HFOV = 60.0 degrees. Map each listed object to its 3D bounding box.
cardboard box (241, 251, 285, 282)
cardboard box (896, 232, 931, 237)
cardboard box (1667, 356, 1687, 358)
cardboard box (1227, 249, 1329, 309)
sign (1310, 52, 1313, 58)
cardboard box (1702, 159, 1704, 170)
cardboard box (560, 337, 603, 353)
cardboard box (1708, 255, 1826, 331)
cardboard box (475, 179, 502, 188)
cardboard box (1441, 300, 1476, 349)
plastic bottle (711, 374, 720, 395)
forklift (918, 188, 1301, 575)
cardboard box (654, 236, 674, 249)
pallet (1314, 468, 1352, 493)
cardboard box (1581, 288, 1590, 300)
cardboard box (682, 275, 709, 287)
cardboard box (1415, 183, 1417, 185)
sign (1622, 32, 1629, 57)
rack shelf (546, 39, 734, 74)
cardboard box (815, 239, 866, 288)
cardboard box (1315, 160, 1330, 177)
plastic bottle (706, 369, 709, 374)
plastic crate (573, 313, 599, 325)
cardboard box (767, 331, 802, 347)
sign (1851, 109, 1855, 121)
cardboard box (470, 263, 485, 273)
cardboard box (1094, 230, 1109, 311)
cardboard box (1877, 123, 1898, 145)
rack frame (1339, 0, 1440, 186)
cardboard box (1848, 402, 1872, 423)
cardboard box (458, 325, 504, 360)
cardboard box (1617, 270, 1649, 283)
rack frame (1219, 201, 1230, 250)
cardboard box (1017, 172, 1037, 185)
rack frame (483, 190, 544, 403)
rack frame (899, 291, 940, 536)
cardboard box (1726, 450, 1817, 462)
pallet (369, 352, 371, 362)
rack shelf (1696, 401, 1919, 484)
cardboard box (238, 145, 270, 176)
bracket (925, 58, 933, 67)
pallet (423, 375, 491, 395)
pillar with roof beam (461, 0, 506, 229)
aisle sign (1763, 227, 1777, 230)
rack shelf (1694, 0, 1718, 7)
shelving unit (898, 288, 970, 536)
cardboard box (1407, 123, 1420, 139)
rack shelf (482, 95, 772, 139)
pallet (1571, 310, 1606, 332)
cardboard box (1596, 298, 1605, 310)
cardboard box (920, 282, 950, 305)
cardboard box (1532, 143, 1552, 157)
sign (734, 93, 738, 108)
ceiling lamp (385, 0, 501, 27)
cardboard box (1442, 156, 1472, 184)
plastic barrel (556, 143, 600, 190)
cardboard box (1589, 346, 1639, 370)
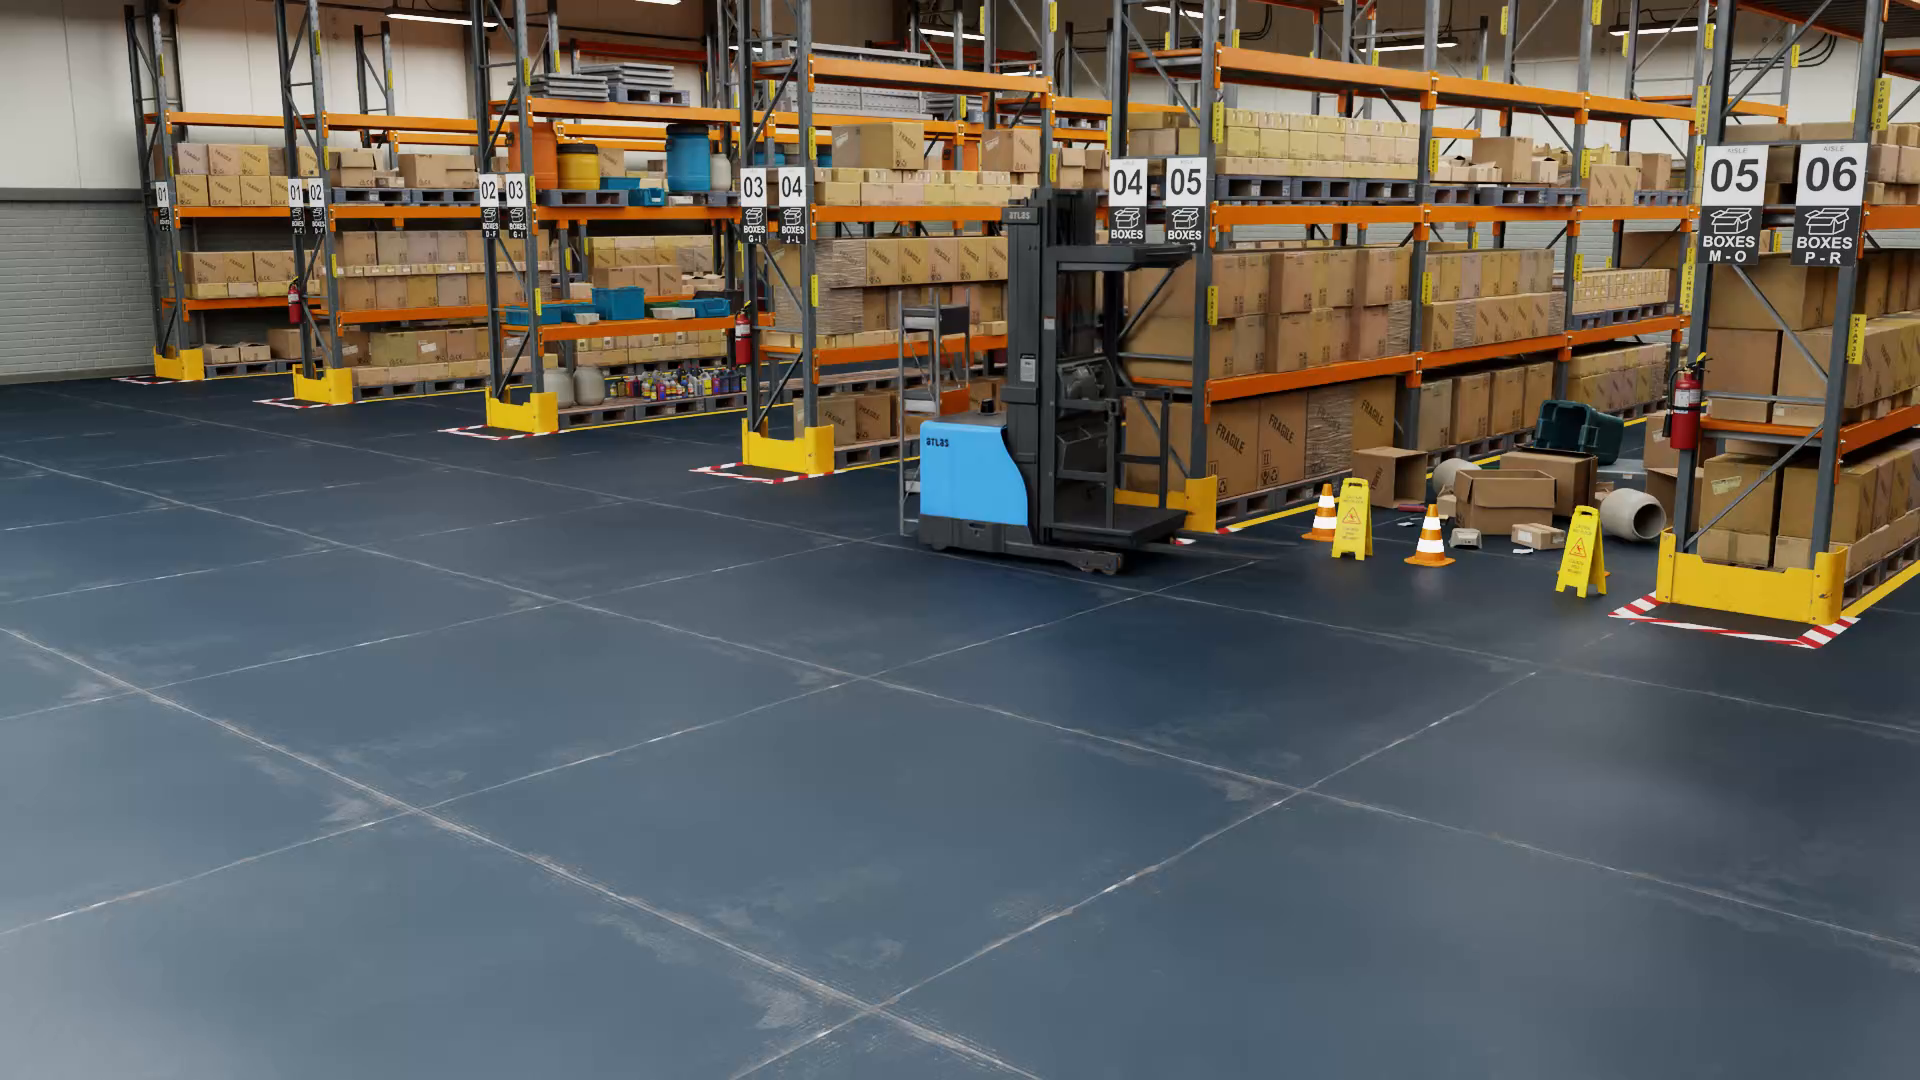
[{"bbox_3d":[-11.873,-4.658,28.292,0.500,0.500,0.500,9,14,39],"label":"cardboard box"},{"bbox_3d":[-0.926,-5.874,33.154,0.500,0.500,0.500,10,15,42],"label":"cardboard box"},{"bbox_3d":[10.543,-2.606,24.286,0.380,0.149,0.250,9,15,39],"label":"cardboard box"},{"bbox_3d":[3.019,-2.504,15.949,0.875,0.550,0.500,10,15,40],"label":"cardboard box"},{"bbox_3d":[5.589,-7.573,26.365,0.100,0.325,0.005,10,15,40],"label":"sign"},{"bbox_3d":[10.228,-5.250,23.266,0.380,0.149,0.250,9,14,38],"label":"cardboard box"},{"bbox_3d":[-6.270,-3.286,27.521,0.500,0.311,0.500,10,15,41],"label":"cardboard box"},{"bbox_3d":[5.686,-1.762,11.808,0.700,0.500,0.500,9,15,39],"label":"cardboard box"},{"bbox_3d":[-7.321,-5.534,25.815,0.380,0.149,0.250,10,15,40],"label":"cardboard box"},{"bbox_3d":[5.250,-2.353,18.080,0.500,0.500,0.500,10,15,41],"label":"cardboard box"},{"bbox_3d":[-3.423,-2.178,23.269,0.133,0.283,0.061,-11,16,-44],"label":"plastic bottle"},{"bbox_3d":[1.185,-1.286,13.167,3.031,2.935,1.130,7,13,30],"label":"forklift"},{"bbox_3d":[-6.306,-6.188,34.555,0.500,0.250,0.500,9,15,39],"label":"cardboard box"},{"bbox_3d":[3.808,-0.718,17.267,1.003,0.211,1.213,10,15,40],"label":"pallet"},{"bbox_3d":[7.656,-3.090,20.832,0.380,0.149,0.250,11,16,43],"label":"cardboard box"},{"bbox_3d":[-4.825,-4.563,29.626,0.500,0.311,0.500,10,15,40],"label":"cardboard box"},{"bbox_3d":[7.272,-6.055,27.629,0.700,0.500,0.500,11,15,43],"label":"cardboard box"},{"bbox_3d":[9.254,-6.876,23.075,0.100,0.325,0.005,10,15,40],"label":"sign"},{"bbox_3d":[-6.493,-9.866,33.985,1.077,0.370,4.000,10,15,40],"label":"rack shelf"},{"bbox_3d":[-1.363,-2.986,17.934,0.500,0.500,0.500,10,15,40],"label":"cardboard box"},{"bbox_3d":[3.196,-3.434,15.400,0.380,0.149,0.250,10,15,41],"label":"cardboard box"},{"bbox_3d":[-3.663,-2.312,23.943,0.061,0.283,0.133,10,15,40],"label":"plastic bottle"},{"bbox_3d":[-4.819,-2.856,21.525,0.298,0.136,0.250,10,15,40],"label":"plastic crate"},{"bbox_3d":[-1.898,-2.200,18.211,0.380,0.149,0.250,10,15,40],"label":"cardboard box"},{"bbox_3d":[7.734,-3.551,14.348,0.100,0.325,0.005,10,15,40],"label":"sign"},{"bbox_3d":[-7.588,-4.238,25.858,0.380,0.149,0.250,10,15,42],"label":"cardboard box"},{"bbox_3d":[1.339,-3.442,21.184,1.000,1.000,1.000,10,15,41],"label":"cardboard box"},{"bbox_3d":[6.266,-2.806,11.550,0.380,0.149,0.250,10,15,40],"label":"cardboard box"},{"bbox_3d":[4.368,-5.129,16.916,1.000,3.000,0.127,10,15,40],"label":"rack frame"},{"bbox_3d":[6.285,-0.941,11.906,0.380,0.149,0.250,9,15,39],"label":"cardboard box"},{"bbox_3d":[-7.538,-3.107,26.144,0.500,0.500,0.500,10,15,40],"label":"cardboard box"},{"bbox_3d":[9.009,-3.538,22.319,0.380,0.149,0.250,10,15,40],"label":"cardboard box"},{"bbox_3d":[3.350,-3.432,23.735,1.000,3.000,0.127,10,15,40],"label":"rack frame"},{"bbox_3d":[0.712,-4.351,20.044,0.380,0.149,0.250,10,15,42],"label":"cardboard box"},{"bbox_3d":[-5.652,-2.895,21.049,1.000,3.000,0.127,10,15,40],"label":"rack frame"},{"bbox_3d":[-0.343,-1.050,14.108,0.400,2.100,0.015,7,13,30],"label":"rack frame"},{"bbox_3d":[6.188,-0.428,12.728,0.500,0.500,0.500,11,15,42],"label":"cardboard box"},{"bbox_3d":[-10.870,-3.294,30.164,1.003,0.211,1.213,10,15,40],"label":"pallet"},{"bbox_3d":[6.833,-0.915,12.971,1.077,0.370,4.000,10,15,40],"label":"rack shelf"},{"bbox_3d":[-11.958,-6.366,27.906,0.500,0.500,0.500,10,15,42],"label":"cardboard box"},{"bbox_3d":[-0.859,-11.761,40.932,0.235,0.232,0.430,10,15,40],"label":"bracket"},{"bbox_3d":[-8.091,-2.465,26.016,1.003,0.211,1.213,10,15,40],"label":"pallet"},{"bbox_3d":[-6.087,-7.659,29.583,9.100,9.000,0.548,10,15,40],"label":"pillar with roof beam"},{"bbox_3d":[12.563,-5.200,25.948,0.394,0.787,0.004,10,15,40],"label":"aisle sign"},{"bbox_3d":[10.969,-7.877,24.027,1.077,0.370,4.000,10,15,40],"label":"rack shelf"},{"bbox_3d":[-0.217,-1.091,14.313,0.431,2.100,0.503,7,13,30],"label":"shelving unit"},{"bbox_3d":[4.366,-4.086,16.630,0.380,0.149,0.250,10,15,40],"label":"cardboard box"},{"bbox_3d":[-4.332,-5.583,22.044,1.077,0.370,4.000,10,15,40],"label":"rack shelf"},{"bbox_3d":[7.399,-2.800,21.063,1.213,0.211,1.003,10,15,40],"label":"pallet"},{"bbox_3d":[7.988,-3.017,21.229,0.380,0.149,0.250,11,16,43],"label":"cardboard box"},{"bbox_3d":[-0.606,-2.756,19.338,0.875,0.500,0.500,10,15,40],"label":"cardboard box"},{"bbox_3d":[7.081,-4.764,20.538,0.396,0.266,0.258,10,15,40],"label":"cardboard box"},{"bbox_3d":[-4.757,-9.312,35.272,0.100,0.325,0.005,10,15,40],"label":"sign"},{"bbox_3d":[-8.434,-10.186,27.333,0.800,3.185,2.000,10,15,40],"label":"ceiling lamp"},{"bbox_3d":[5.696,-4.231,18.976,0.500,0.311,0.500,9,15,39],"label":"cardboard box"},{"bbox_3d":[-4.995,-4.849,21.617,0.600,0.588,0.600,0,11,0],"label":"plastic barrel"},{"bbox_3d":[8.660,-2.416,22.046,0.500,0.250,0.500,9,14,38],"label":"cardboard box"}]
